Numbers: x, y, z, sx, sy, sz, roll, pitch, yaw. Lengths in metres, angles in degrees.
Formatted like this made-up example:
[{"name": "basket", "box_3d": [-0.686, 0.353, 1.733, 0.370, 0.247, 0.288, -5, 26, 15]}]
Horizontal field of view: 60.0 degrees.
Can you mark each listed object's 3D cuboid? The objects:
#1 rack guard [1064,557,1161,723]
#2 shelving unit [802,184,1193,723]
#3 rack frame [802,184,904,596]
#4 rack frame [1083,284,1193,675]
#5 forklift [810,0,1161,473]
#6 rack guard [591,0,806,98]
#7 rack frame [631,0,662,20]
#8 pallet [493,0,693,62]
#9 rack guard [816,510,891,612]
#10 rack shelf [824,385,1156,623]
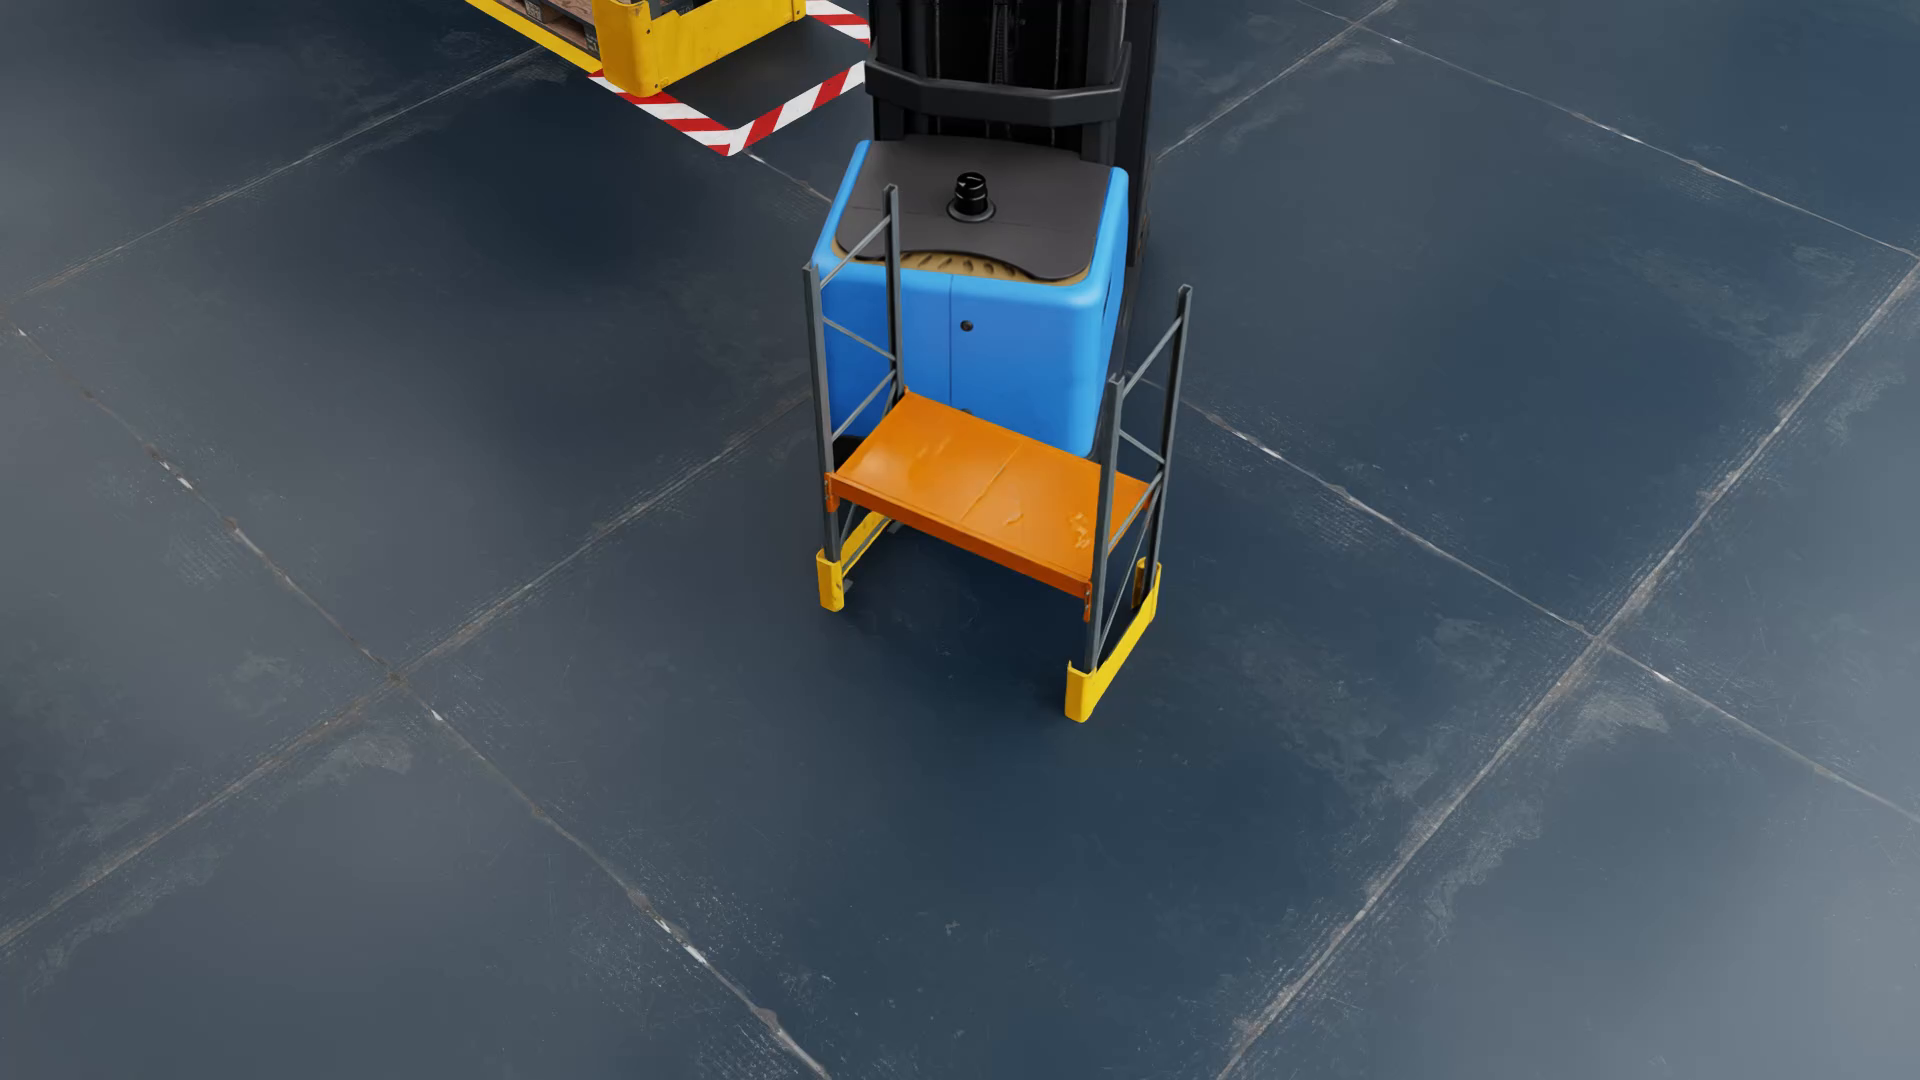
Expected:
[{"name": "rack guard", "box_3d": [0.531, 0.342, 5.758, 0.087, 0.250, 0.587, 23, 51, 20]}, {"name": "shelving unit", "box_3d": [0.099, -0.267, 5.472, 1.083, 1.500, 0.587, 23, 51, 20]}, {"name": "rack frame", "box_3d": [-0.333, -0.449, 5.642, 0.032, 1.500, 0.500, 23, 51, 20]}, {"name": "rack frame", "box_3d": [0.548, -0.079, 5.295, 0.032, 1.500, 0.500, 23, 51, 20]}, {"name": "forklift", "box_3d": [0.246, -2.203, 6.308, 1.130, 2.935, 3.031, 8, 47, 7]}, {"name": "rack guard", "box_3d": [-1.318, -2.765, 8.503, 0.348, 0.500, 1.175, 34, 55, 28]}, {"name": "rack frame", "box_3d": [-1.230, -3.608, 7.580, 0.127, 3.000, 1.000, 34, 55, 28]}, {"name": "pallet", "box_3d": [-1.911, -3.070, 8.988, 1.213, 0.211, 1.003, 34, 55, 28]}, {"name": "rack guard", "box_3d": [-0.332, -0.020, 6.098, 0.087, 0.250, 0.587, 23, 51, 20]}, {"name": "rack shelf", "box_3d": [0.107, -0.141, 5.600, 1.000, 0.185, 0.538, 23, 51, 20]}]
